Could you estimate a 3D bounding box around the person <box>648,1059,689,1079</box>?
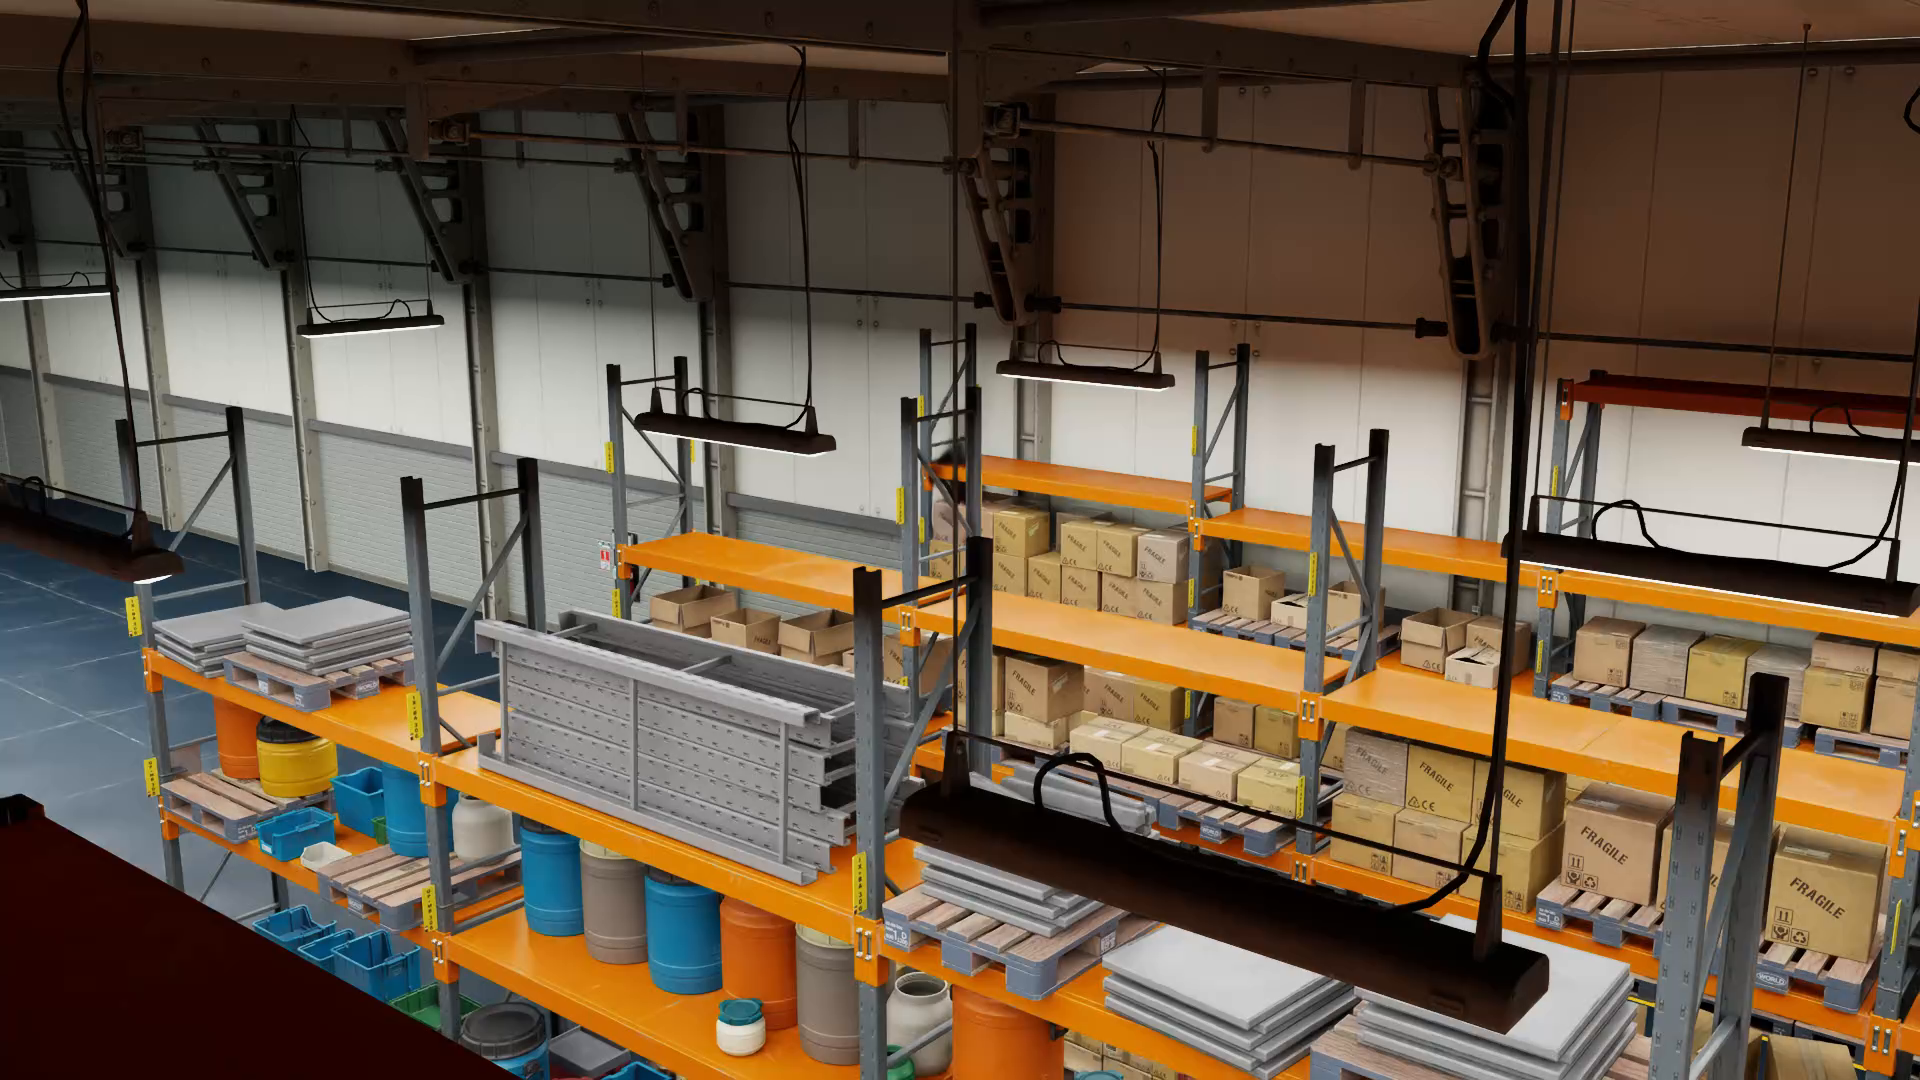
[{"bbox_3d":[-2.147,4.343,13.212,0.714,1.683,0.671,6,14,25],"label":"person"}]
